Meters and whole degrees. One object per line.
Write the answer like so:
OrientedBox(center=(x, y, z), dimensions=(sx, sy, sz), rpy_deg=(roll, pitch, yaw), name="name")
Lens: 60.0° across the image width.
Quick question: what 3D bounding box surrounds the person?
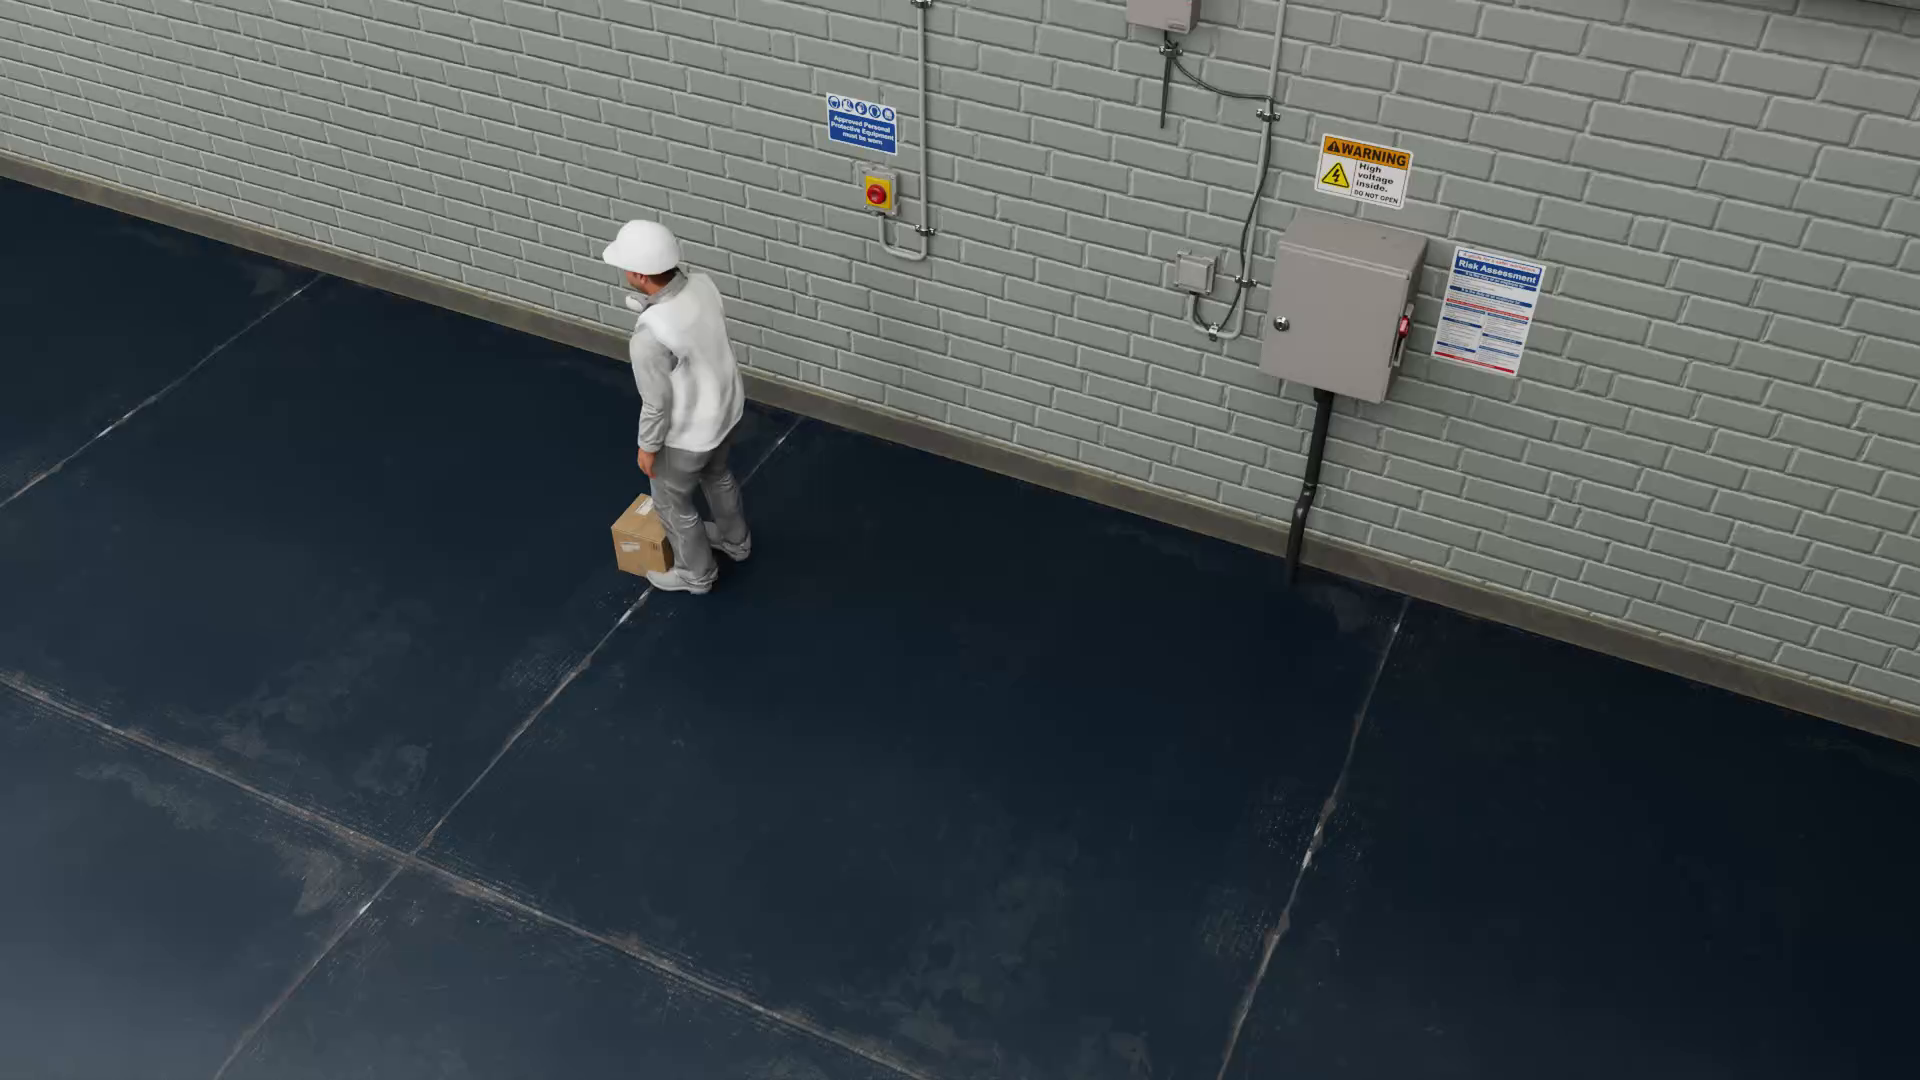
OrientedBox(center=(-1.109, -0.504, 6.704), dimensions=(0.464, 1.772, 0.590), rpy_deg=(16, 44, 17), name="person")
